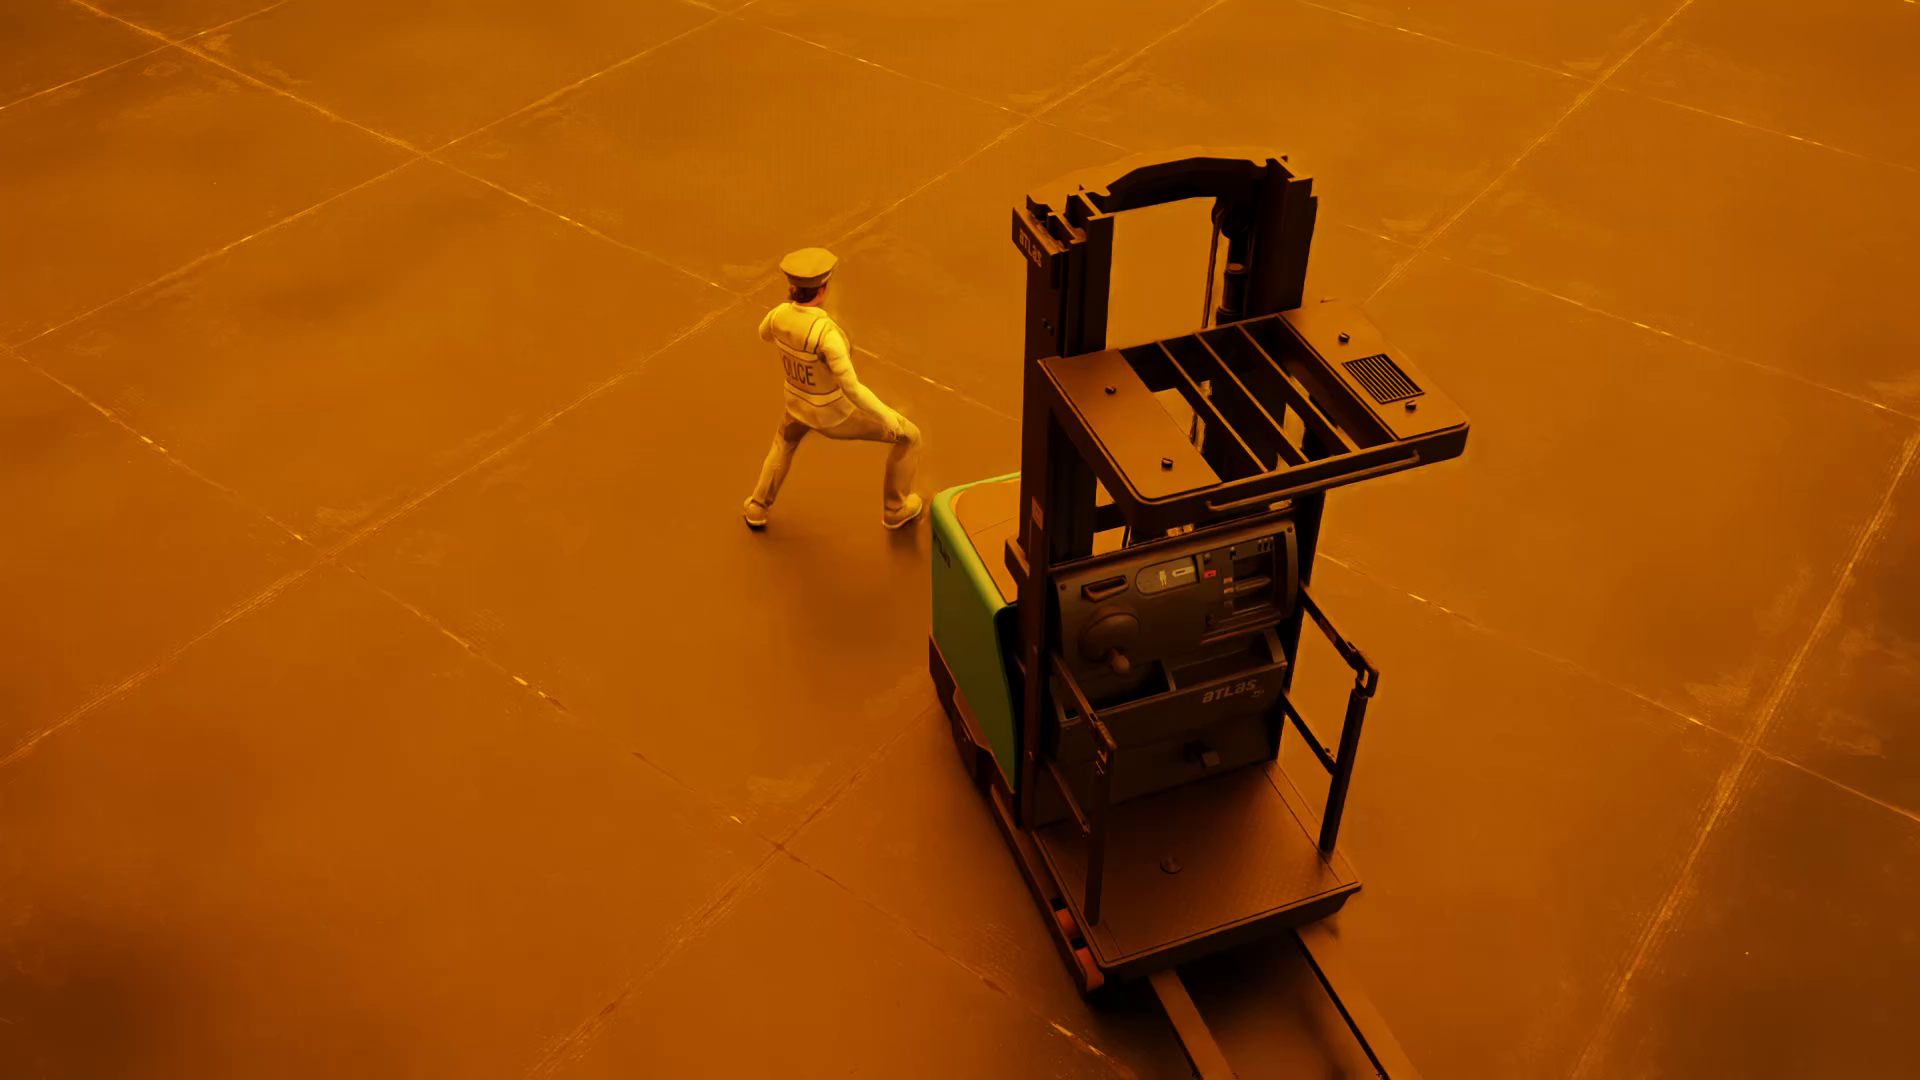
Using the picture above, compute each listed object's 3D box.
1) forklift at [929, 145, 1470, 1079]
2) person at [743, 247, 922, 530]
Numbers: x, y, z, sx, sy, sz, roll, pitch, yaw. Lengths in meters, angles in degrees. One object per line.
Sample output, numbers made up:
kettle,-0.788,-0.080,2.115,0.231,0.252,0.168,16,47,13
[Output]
forklift,0.853,0.286,5.738,1.130,2.935,3.031,-14,42,-15
person,-0.685,-0.698,8.010,0.881,1.545,0.687,31,50,31
